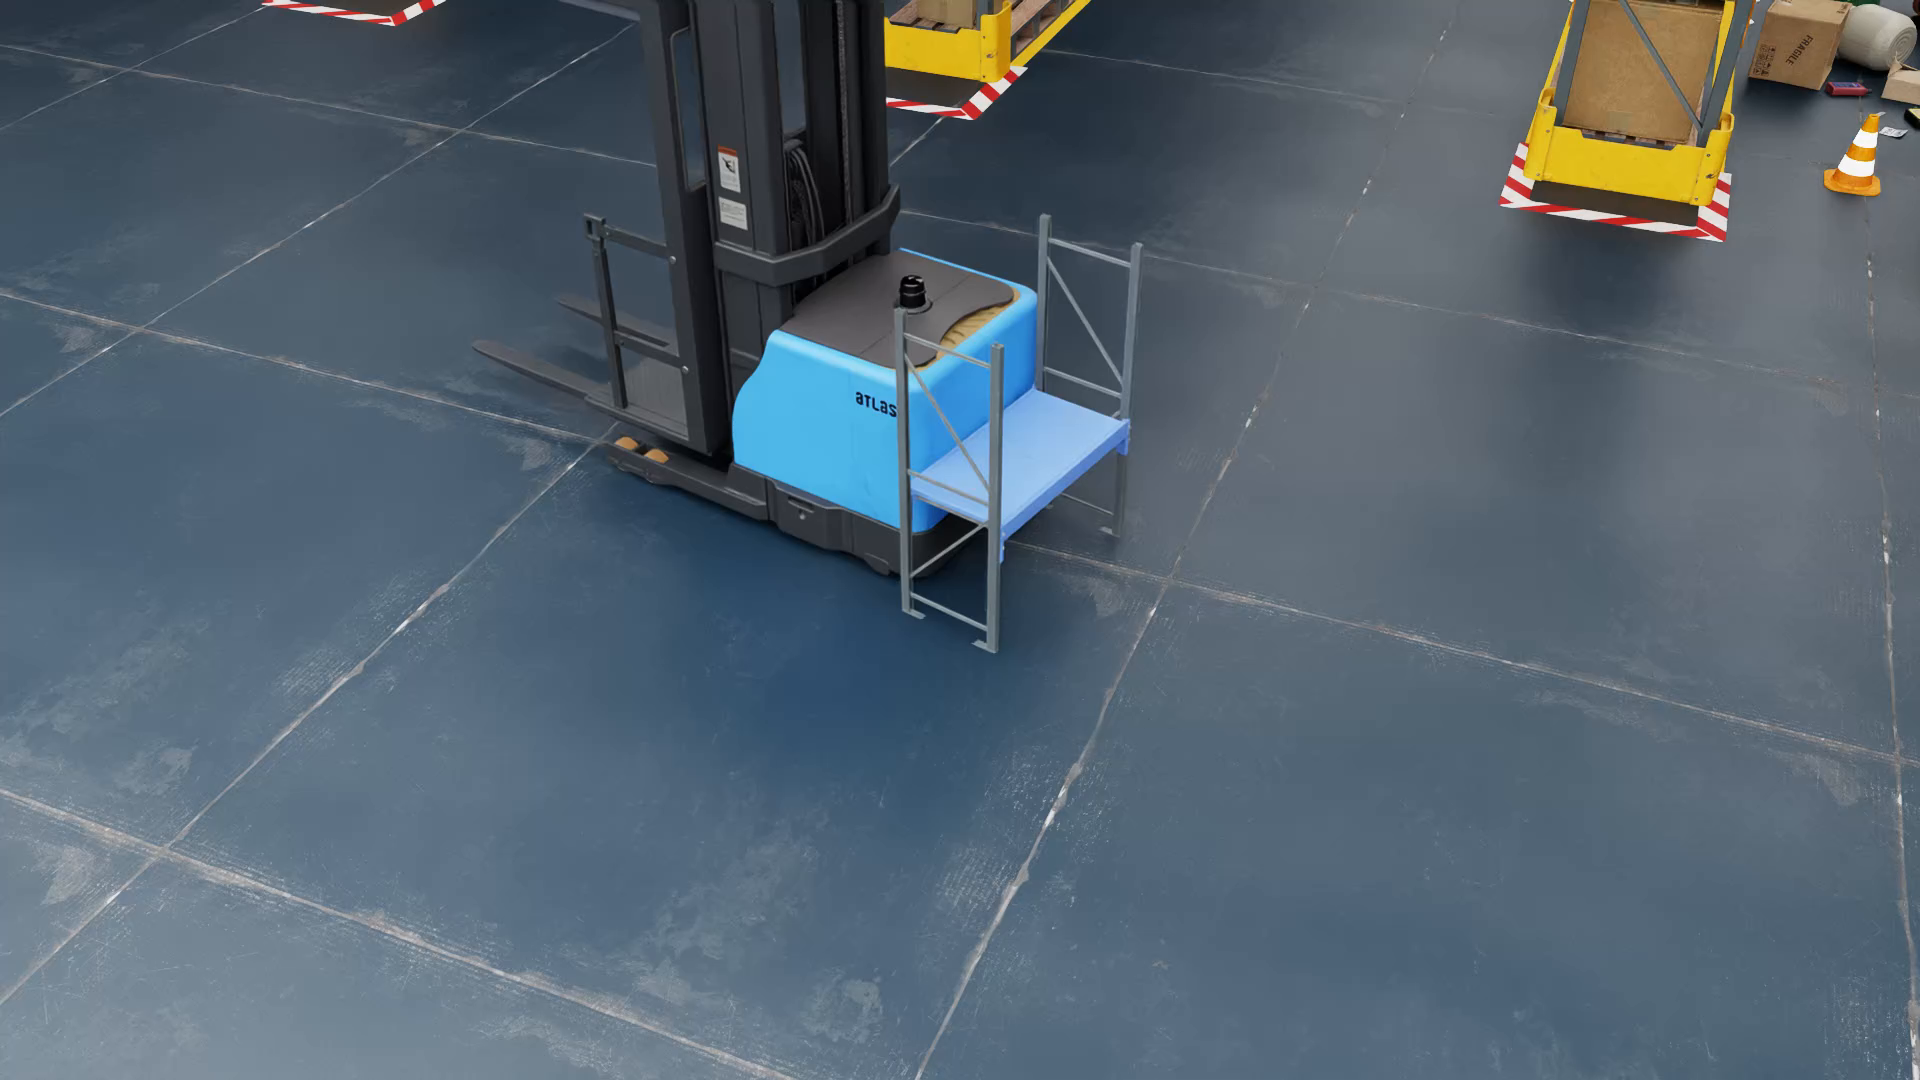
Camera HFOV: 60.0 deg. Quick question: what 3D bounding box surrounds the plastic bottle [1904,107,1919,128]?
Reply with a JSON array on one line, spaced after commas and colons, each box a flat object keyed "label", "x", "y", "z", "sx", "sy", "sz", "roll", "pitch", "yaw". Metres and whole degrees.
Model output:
[{"label": "plastic bottle", "x": 6.729, "y": -2.974, "z": 11.678, "sx": 0.133, "sy": 0.061, "sz": 0.283, "roll": 1, "pitch": 37, "yaw": 2}]

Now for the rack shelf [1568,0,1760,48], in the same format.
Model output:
[{"label": "rack shelf", "x": 5.071, "y": -4.379, "z": 11.704, "sx": 1.077, "sy": 0.370, "sz": 4.000, "roll": 14, "pitch": 39, "yaw": 18}]

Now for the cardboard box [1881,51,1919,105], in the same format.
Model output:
[{"label": "cardboard box", "x": 6.881, "y": -3.308, "z": 11.954, "sx": 0.396, "sy": 0.266, "sz": 0.258, "roll": 21, "pitch": 42, "yaw": 25}]

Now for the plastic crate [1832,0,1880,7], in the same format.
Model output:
[{"label": "plastic crate", "x": 6.977, "y": -4.277, "z": 13.267, "sx": 0.662, "sy": 0.188, "sz": 0.450, "roll": -25, "pitch": 33, "yaw": -29}]

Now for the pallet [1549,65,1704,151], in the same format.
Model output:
[{"label": "pallet", "x": 4.542, "y": -2.903, "z": 11.458, "sx": 1.003, "sy": 0.211, "sz": 1.213, "roll": 14, "pitch": 39, "yaw": 18}]

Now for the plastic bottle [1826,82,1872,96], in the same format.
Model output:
[{"label": "plastic bottle", "x": 6.463, "y": -3.276, "z": 12.082, "sx": 0.283, "sy": 0.061, "sz": 0.133, "roll": 1, "pitch": 37, "yaw": 2}]

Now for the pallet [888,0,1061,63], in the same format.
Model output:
[{"label": "pallet", "x": 0.132, "y": -4.113, "z": 13.076, "sx": 1.003, "sy": 0.211, "sz": 1.213, "roll": 14, "pitch": 39, "yaw": 18}]

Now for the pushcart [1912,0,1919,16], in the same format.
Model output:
[{"label": "pushcart", "x": 8.320, "y": -4.144, "z": 12.979, "sx": 1.648, "sy": 0.377, "sz": 0.936, "roll": 1, "pitch": 37, "yaw": 2}]

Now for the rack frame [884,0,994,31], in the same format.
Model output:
[{"label": "rack frame", "x": -0.239, "y": -4.746, "z": 11.594, "sx": 1.000, "sy": 3.000, "sz": 0.127, "roll": 14, "pitch": 39, "yaw": 18}]

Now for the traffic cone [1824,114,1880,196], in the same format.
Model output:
[{"label": "traffic cone", "x": 5.825, "y": -2.514, "z": 10.727, "sx": 0.336, "sy": 0.463, "sz": 0.334, "roll": 14, "pitch": 39, "yaw": 18}]

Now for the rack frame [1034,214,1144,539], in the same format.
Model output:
[{"label": "rack frame", "x": 0.551, "y": -0.701, "z": 7.435, "sx": 0.500, "sy": 1.500, "sz": 0.032, "roll": 23, "pitch": 43, "yaw": 28}]

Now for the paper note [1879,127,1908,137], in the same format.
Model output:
[{"label": "paper note", "x": 6.461, "y": -2.828, "z": 11.510, "sx": 0.144, "sy": 0.017, "sz": 0.142, "roll": 29, "pitch": 45, "yaw": 33}]

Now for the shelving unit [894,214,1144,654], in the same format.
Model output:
[{"label": "shelving unit", "x": 0.253, "y": -0.455, "z": 7.105, "sx": 0.538, "sy": 1.500, "sz": 1.048, "roll": 23, "pitch": 43, "yaw": 28}]

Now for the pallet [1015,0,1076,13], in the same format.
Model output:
[{"label": "pallet", "x": 0.598, "y": -4.786, "z": 13.976, "sx": 1.003, "sy": 0.211, "sz": 1.213, "roll": 14, "pitch": 39, "yaw": 18}]

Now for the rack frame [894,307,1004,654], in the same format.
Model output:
[{"label": "rack frame", "x": -0.045, "y": -0.208, "z": 6.775, "sx": 0.500, "sy": 1.500, "sz": 0.032, "roll": 23, "pitch": 43, "yaw": 28}]

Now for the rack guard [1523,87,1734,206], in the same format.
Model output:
[{"label": "rack guard", "x": 4.301, "y": -2.545, "z": 10.738, "sx": 1.175, "sy": 0.500, "sz": 0.348, "roll": 14, "pitch": 39, "yaw": 18}]

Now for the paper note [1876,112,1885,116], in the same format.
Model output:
[{"label": "paper note", "x": 6.508, "y": -3.013, "z": 11.772, "sx": 0.123, "sy": 0.001, "sz": 0.032, "roll": -25, "pitch": 43, "yaw": -29}]

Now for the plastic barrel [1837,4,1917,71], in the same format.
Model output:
[{"label": "plastic barrel", "x": 6.819, "y": -3.765, "z": 12.434, "sx": 0.421, "sy": 0.421, "sz": 0.512, "roll": -17, "pitch": 40, "yaw": -22}]

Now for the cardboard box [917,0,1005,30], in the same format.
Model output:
[{"label": "cardboard box", "x": 0.014, "y": -4.255, "z": 12.674, "sx": 0.500, "sy": 0.500, "sz": 0.500, "roll": 21, "pitch": 42, "yaw": 26}]

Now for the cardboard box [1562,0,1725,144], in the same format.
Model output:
[{"label": "cardboard box", "x": 4.507, "y": -3.268, "z": 11.040, "sx": 0.875, "sy": 0.875, "sz": 0.875, "roll": 14, "pitch": 39, "yaw": 18}]

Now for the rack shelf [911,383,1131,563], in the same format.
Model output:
[{"label": "rack shelf", "x": 0.253, "y": -0.310, "z": 7.213, "sx": 0.538, "sy": 0.185, "sz": 1.000, "roll": 23, "pitch": 43, "yaw": 28}]

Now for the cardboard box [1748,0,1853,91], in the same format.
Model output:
[{"label": "cardboard box", "x": 6.190, "y": -3.681, "z": 12.255, "sx": 0.500, "sy": 0.500, "sz": 0.500, "roll": 21, "pitch": 42, "yaw": 25}]

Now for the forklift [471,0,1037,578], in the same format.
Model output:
[{"label": "forklift", "x": -1.136, "y": -1.688, "z": 7.560, "sx": 3.031, "sy": 2.935, "sz": 1.130, "roll": 22, "pitch": 42, "yaw": 26}]

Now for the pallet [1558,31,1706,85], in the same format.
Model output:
[{"label": "pallet", "x": 5.007, "y": -3.577, "z": 12.359, "sx": 1.003, "sy": 0.211, "sz": 1.213, "roll": 14, "pitch": 39, "yaw": 18}]

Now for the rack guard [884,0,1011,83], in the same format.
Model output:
[{"label": "rack guard", "x": -0.210, "y": -3.787, "z": 12.398, "sx": 1.175, "sy": 0.500, "sz": 0.348, "roll": 14, "pitch": 39, "yaw": 18}]

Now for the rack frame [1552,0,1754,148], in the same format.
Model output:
[{"label": "rack frame", "x": 4.310, "y": -3.560, "z": 10.007, "sx": 1.000, "sy": 3.000, "sz": 0.127, "roll": 14, "pitch": 39, "yaw": 18}]
